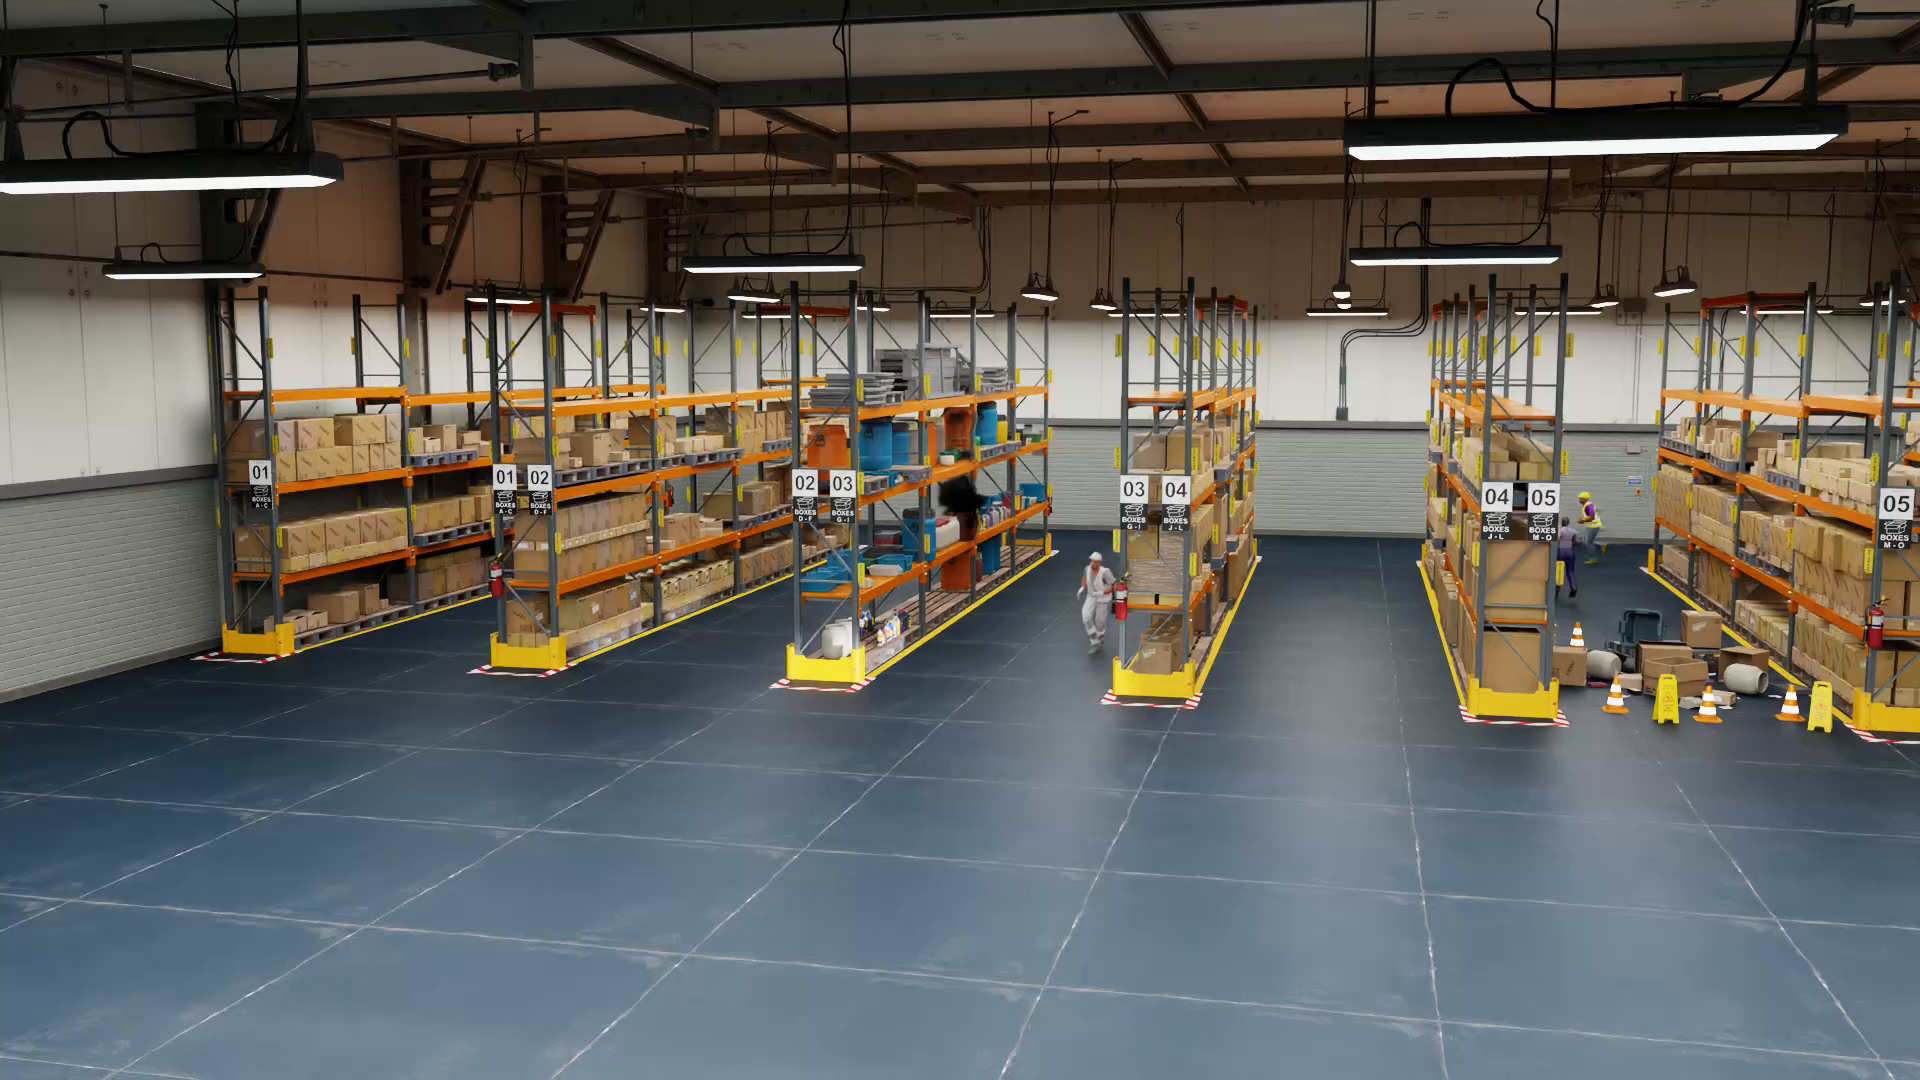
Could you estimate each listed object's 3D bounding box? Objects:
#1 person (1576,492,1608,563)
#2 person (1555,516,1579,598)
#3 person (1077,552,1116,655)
[{"bbox_3d":[14.781,-0.282,38.885,0.741,1.693,0.691,1,7,9],"label":"person"},{"bbox_3d":[12.077,0.352,33.208,0.598,1.652,0.933,0,7,1],"label":"person"},{"bbox_3d":[2.289,1.011,27.536,0.739,1.702,0.843,3,7,23],"label":"person"}]
